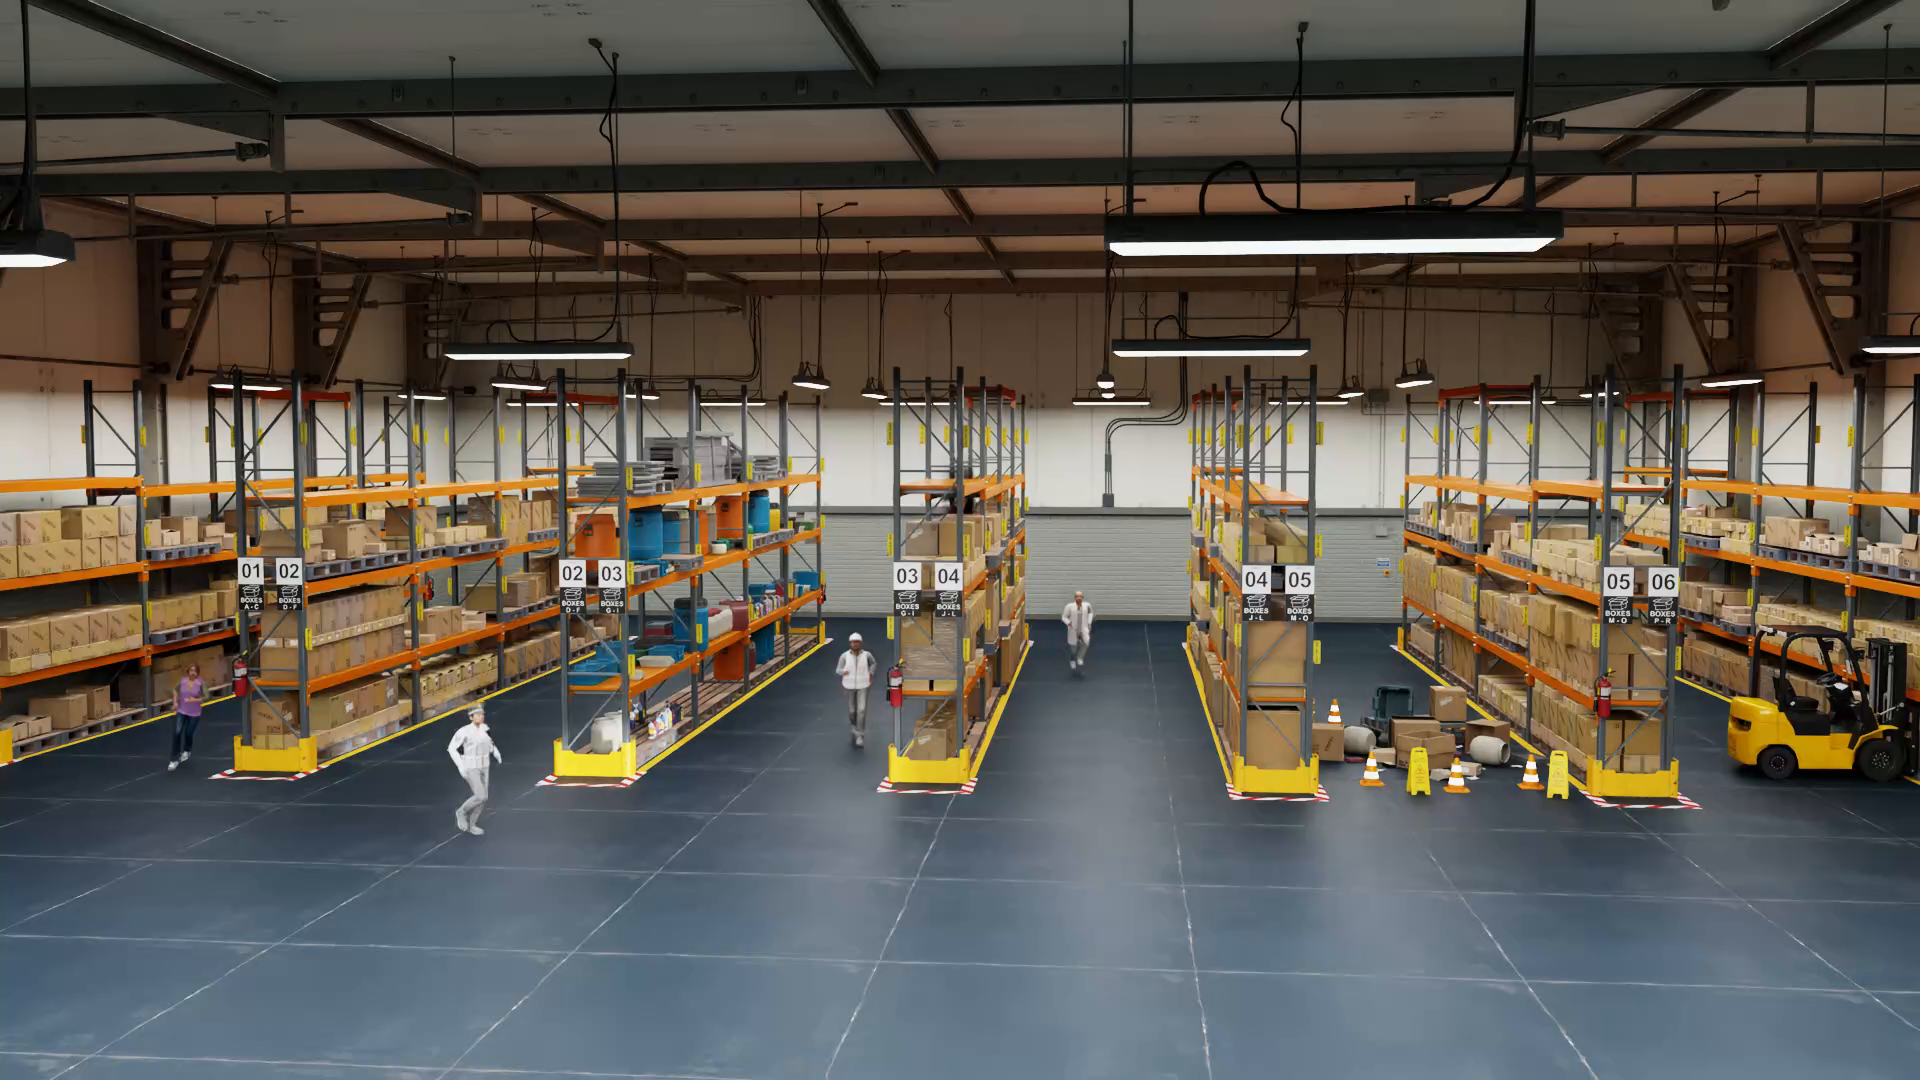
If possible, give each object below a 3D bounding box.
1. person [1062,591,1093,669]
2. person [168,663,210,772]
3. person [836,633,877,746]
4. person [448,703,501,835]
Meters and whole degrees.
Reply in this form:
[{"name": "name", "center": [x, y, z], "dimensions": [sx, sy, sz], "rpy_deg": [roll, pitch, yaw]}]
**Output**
[{"name": "person", "center": [2.478, 1.902, 34.934], "dimensions": [0.680, 1.675, 0.999], "rpy_deg": [0, 4, -2]}, {"name": "person", "center": [-11.688, 2.658, 25.266], "dimensions": [0.587, 1.607, 0.767], "rpy_deg": [-1, 4, -17]}, {"name": "person", "center": [-1.695, 2.405, 27.132], "dimensions": [0.657, 1.776, 0.950], "rpy_deg": [0, 4, -1]}, {"name": "person", "center": [-6.063, 2.874, 20.929], "dimensions": [0.538, 1.663, 0.630], "rpy_deg": [2, 4, 30]}]
